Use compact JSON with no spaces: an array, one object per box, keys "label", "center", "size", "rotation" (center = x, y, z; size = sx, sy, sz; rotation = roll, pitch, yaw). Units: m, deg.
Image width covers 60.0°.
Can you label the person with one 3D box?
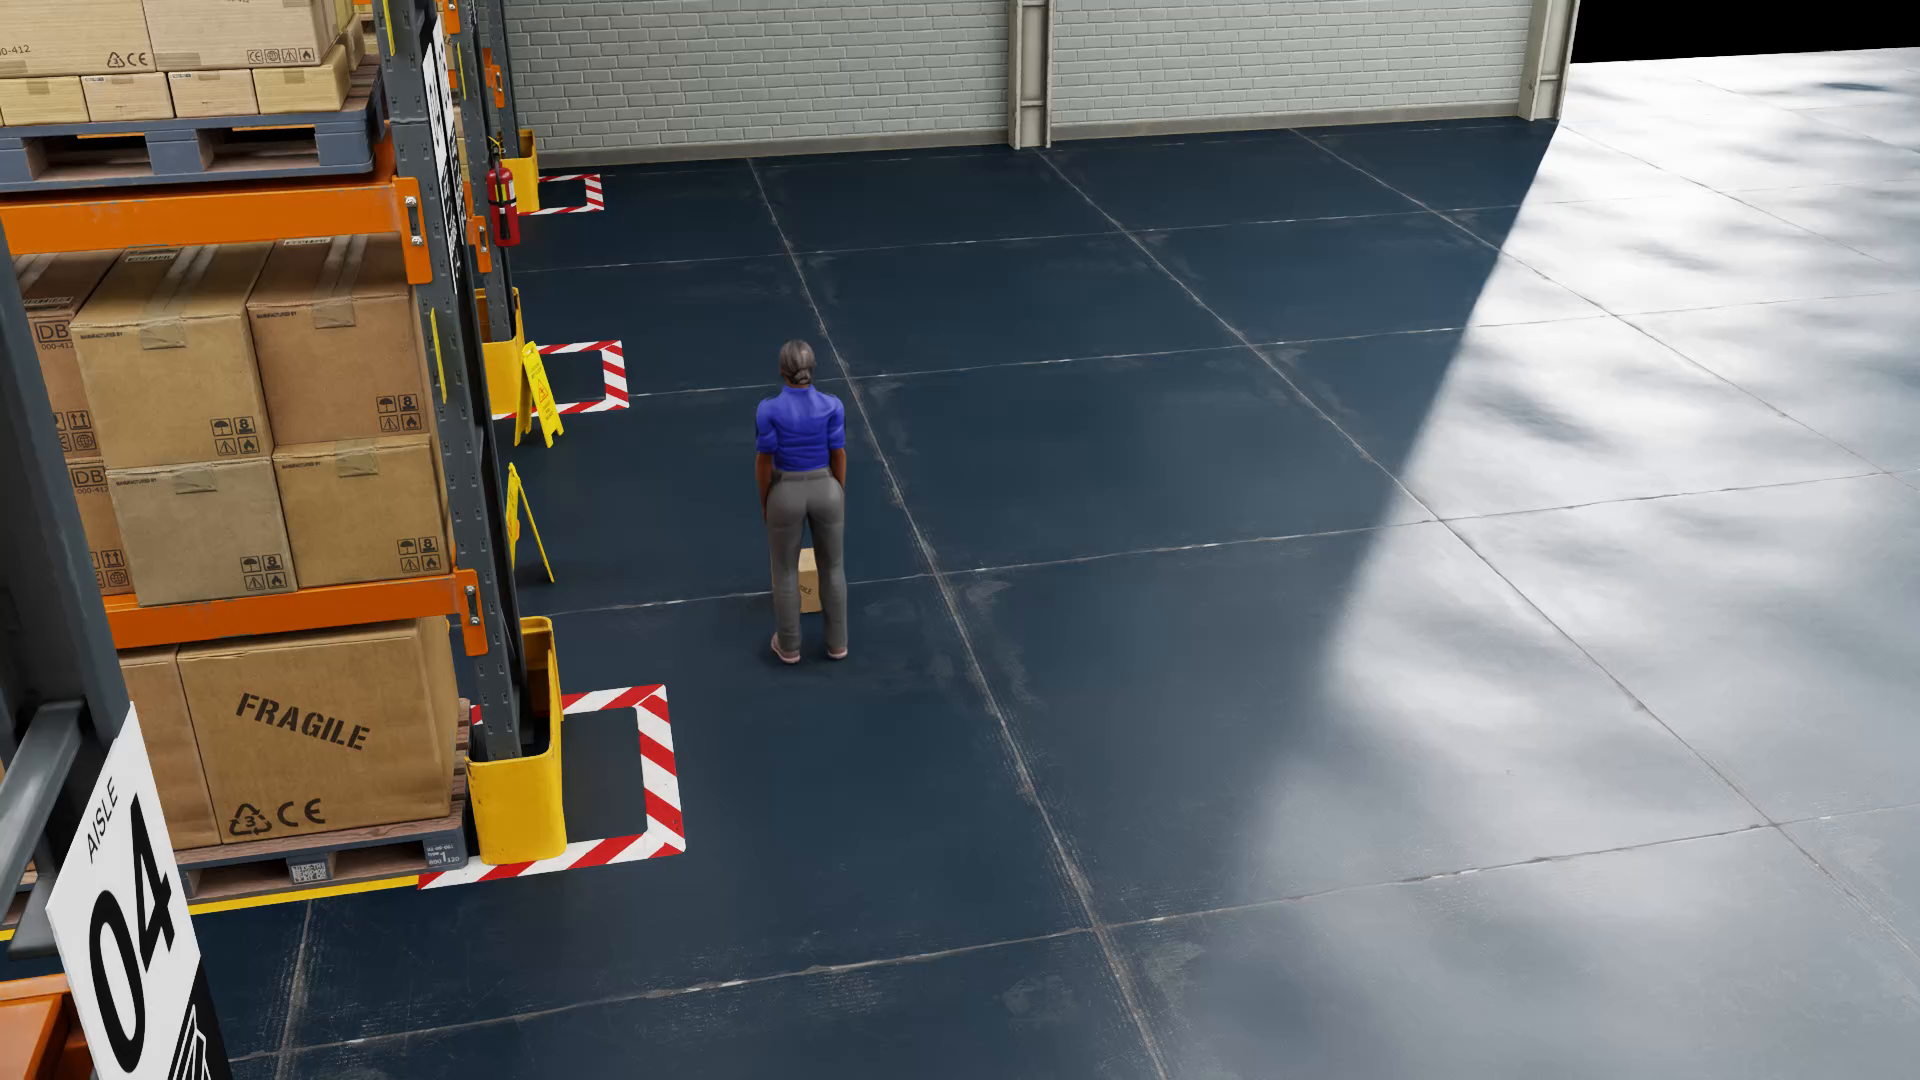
[{"label":"person","center":[-0.756,-0.185,7.989],"size":[0.436,1.657,0.304],"rotation":[-5,27,-10]}]
